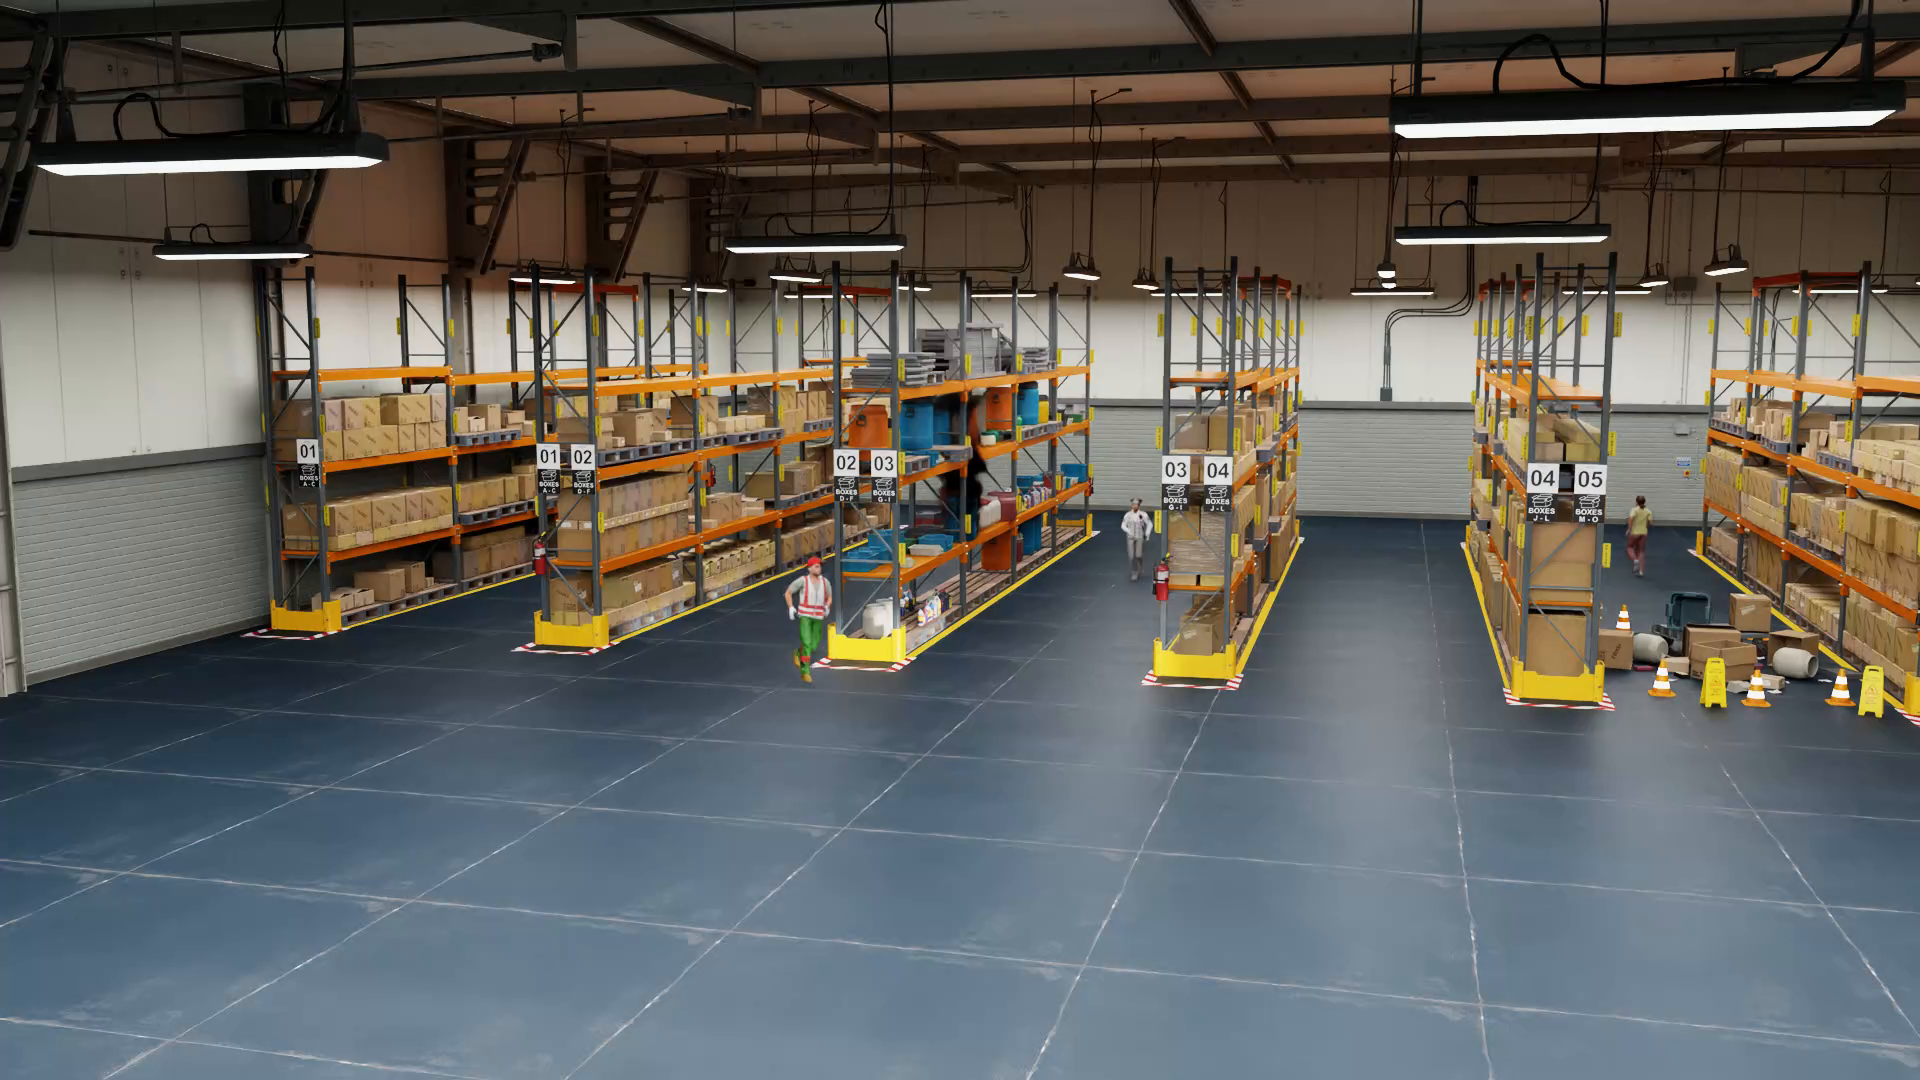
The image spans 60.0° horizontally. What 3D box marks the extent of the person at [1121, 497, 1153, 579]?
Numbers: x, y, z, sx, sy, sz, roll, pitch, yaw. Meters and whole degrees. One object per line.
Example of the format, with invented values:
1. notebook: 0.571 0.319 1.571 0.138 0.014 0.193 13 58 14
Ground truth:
1. person: 3.514 -0.030 33.257 0.605 1.659 0.538 2 8 15

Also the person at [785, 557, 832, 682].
1. person: -2.161 1.128 23.977 0.712 1.777 0.727 -4 8 -28

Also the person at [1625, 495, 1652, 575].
1. person: 13.819 -0.105 33.927 0.560 1.624 0.621 0 7 -2
